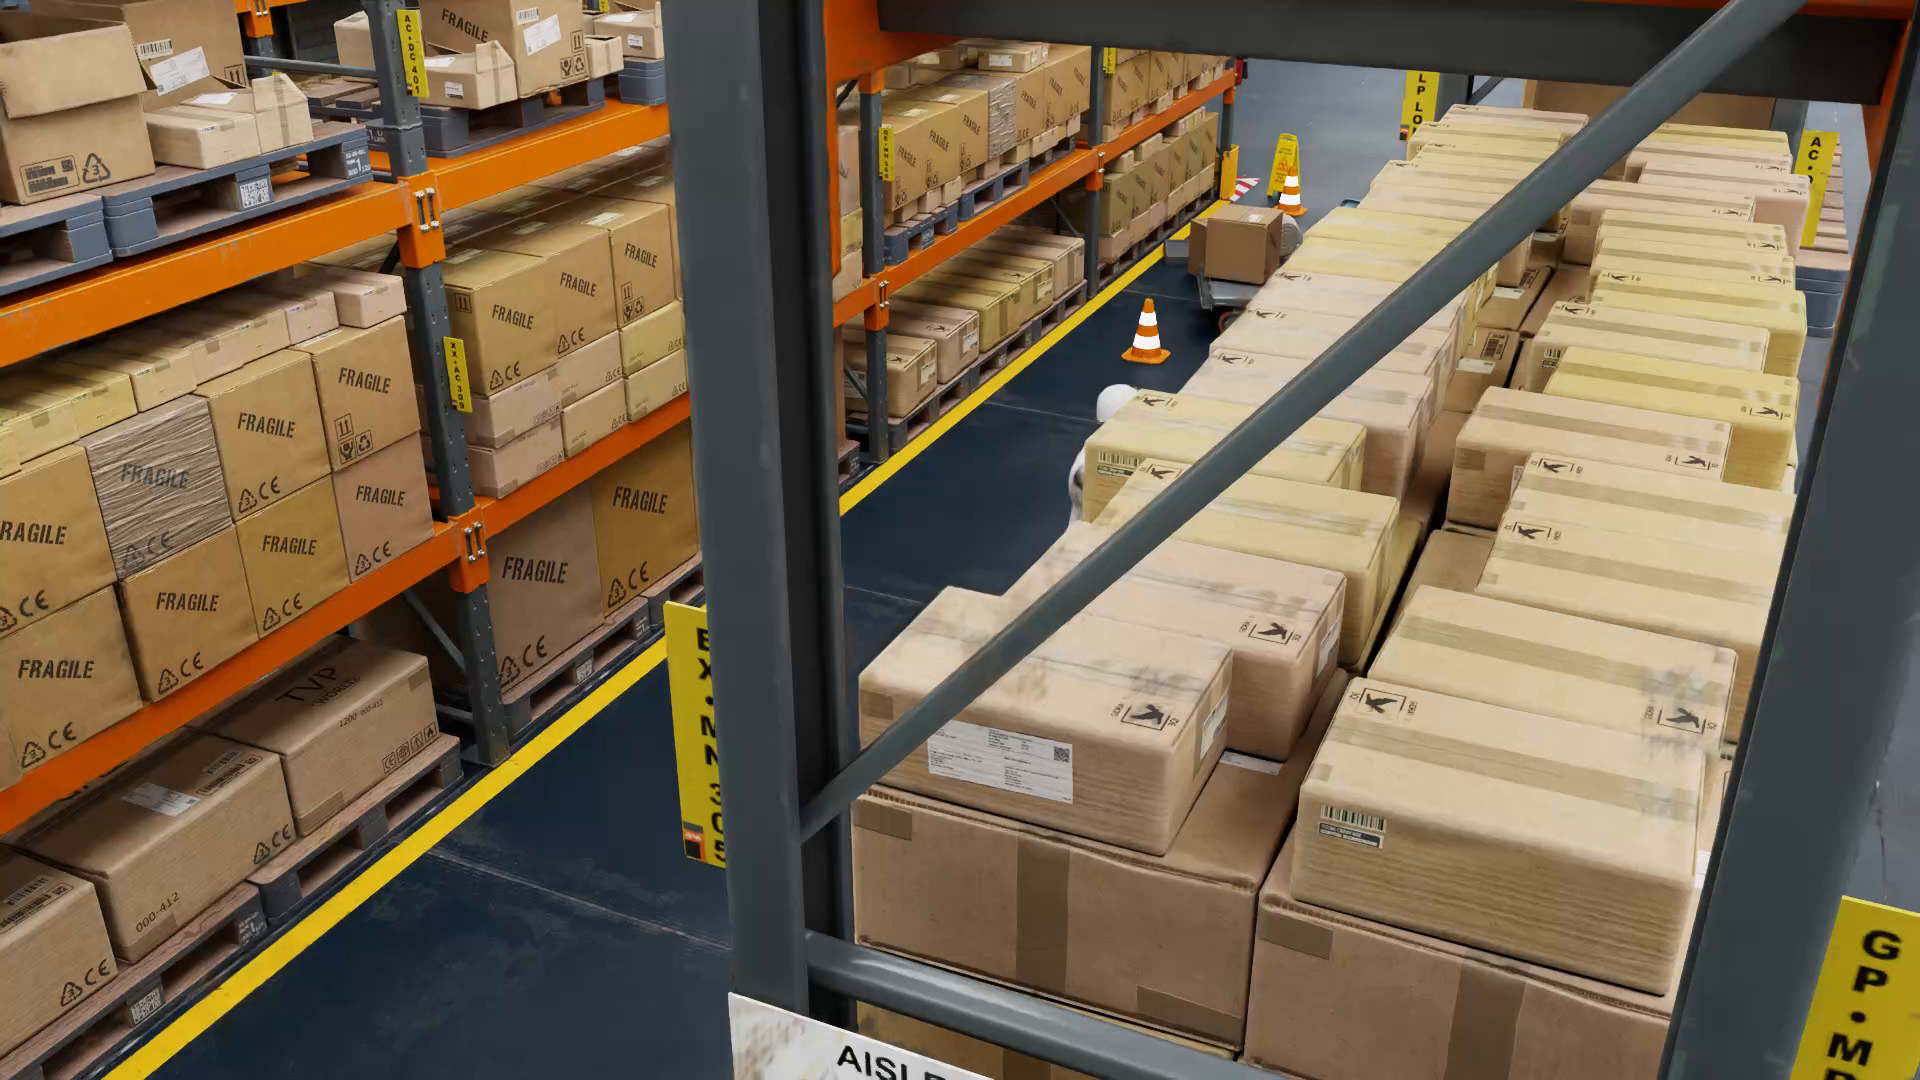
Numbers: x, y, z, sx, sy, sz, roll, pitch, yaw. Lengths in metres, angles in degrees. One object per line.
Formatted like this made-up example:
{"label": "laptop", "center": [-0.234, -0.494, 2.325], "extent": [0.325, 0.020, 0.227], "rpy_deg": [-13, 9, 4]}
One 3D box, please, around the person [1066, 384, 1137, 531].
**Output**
{"label": "person", "center": [0.771, 0.115, 7.857], "extent": [0.587, 1.778, 0.491], "rpy_deg": [11, 28, 21]}
